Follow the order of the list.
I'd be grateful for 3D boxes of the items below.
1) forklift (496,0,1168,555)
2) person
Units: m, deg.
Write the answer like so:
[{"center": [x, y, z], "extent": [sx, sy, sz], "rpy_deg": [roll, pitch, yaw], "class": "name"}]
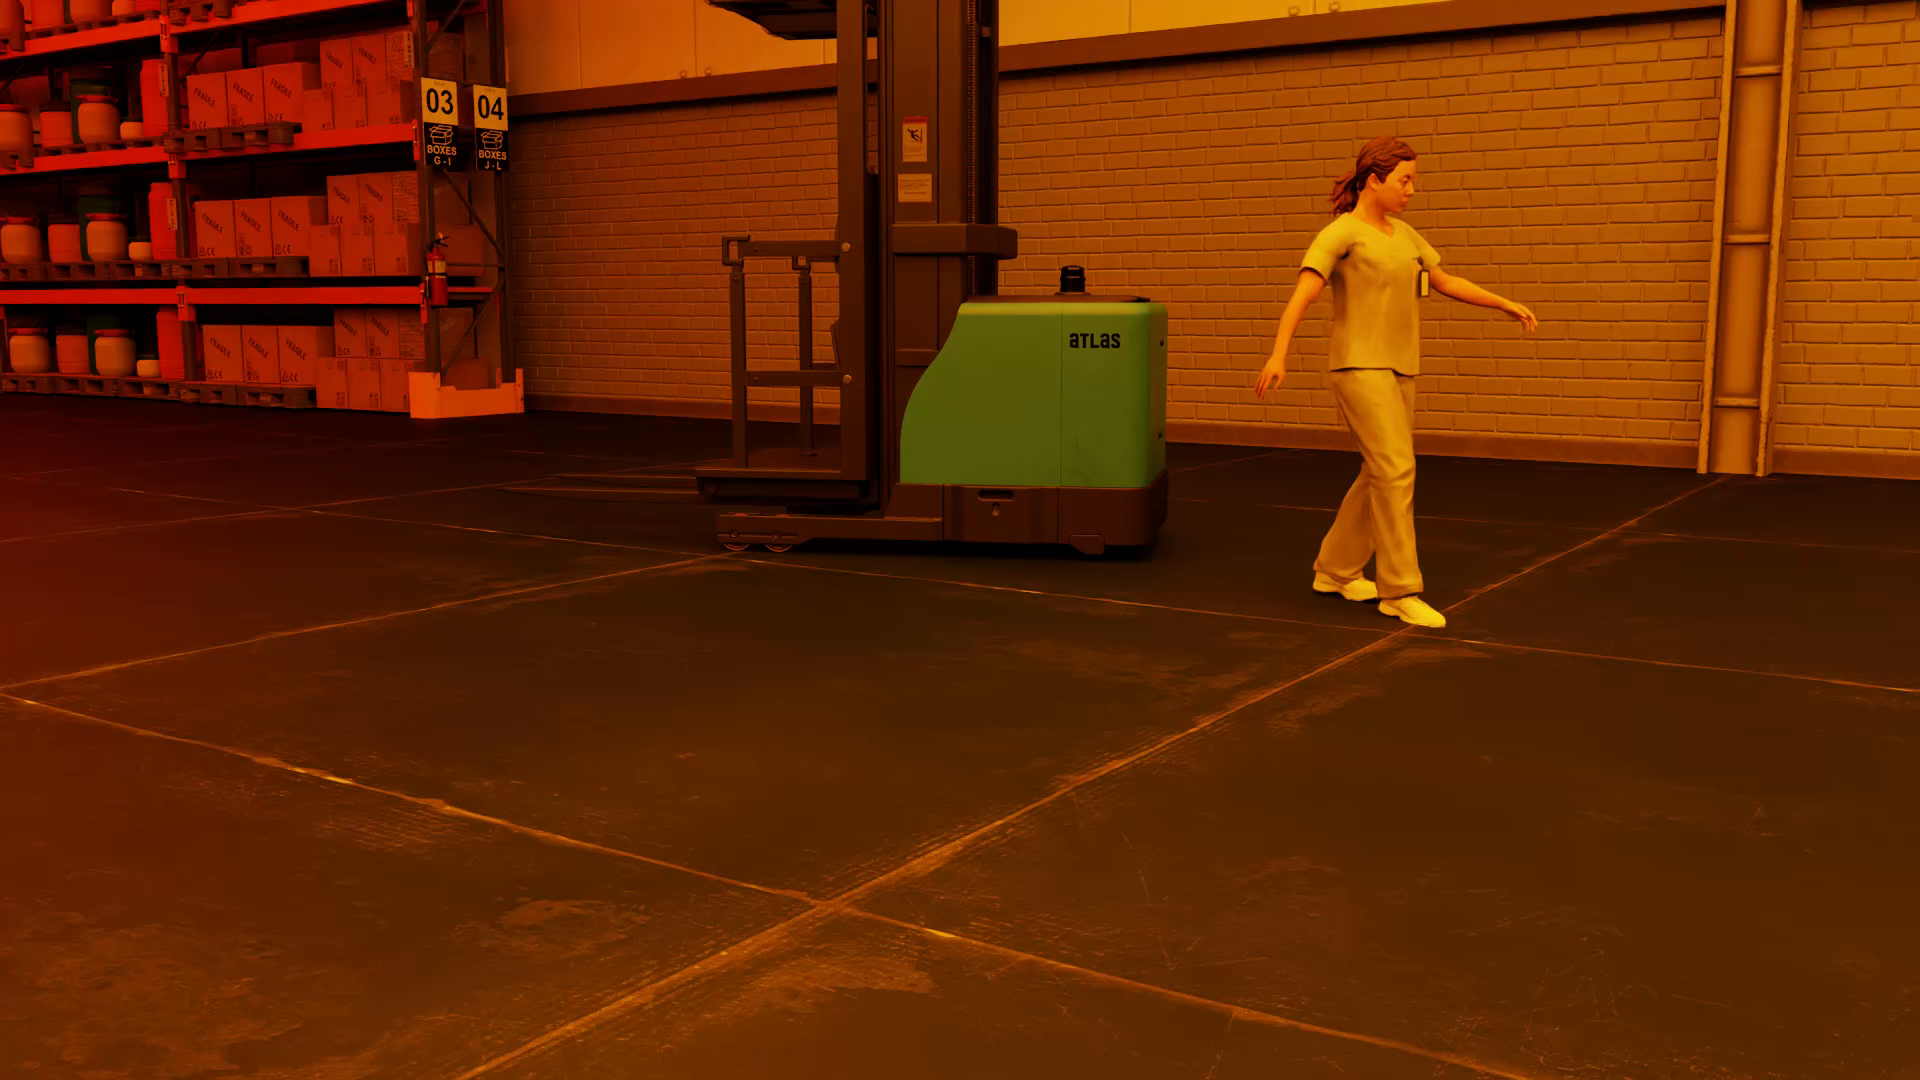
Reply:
[{"center": [-0.596, -1.469, 7.520], "extent": [3.031, 2.935, 1.130], "rpy_deg": [2, 8, 12], "class": "forklift"}, {"center": [1.472, -0.563, 5.777], "extent": [0.870, 1.658, 0.714], "rpy_deg": [-6, 10, -38], "class": "person"}]
